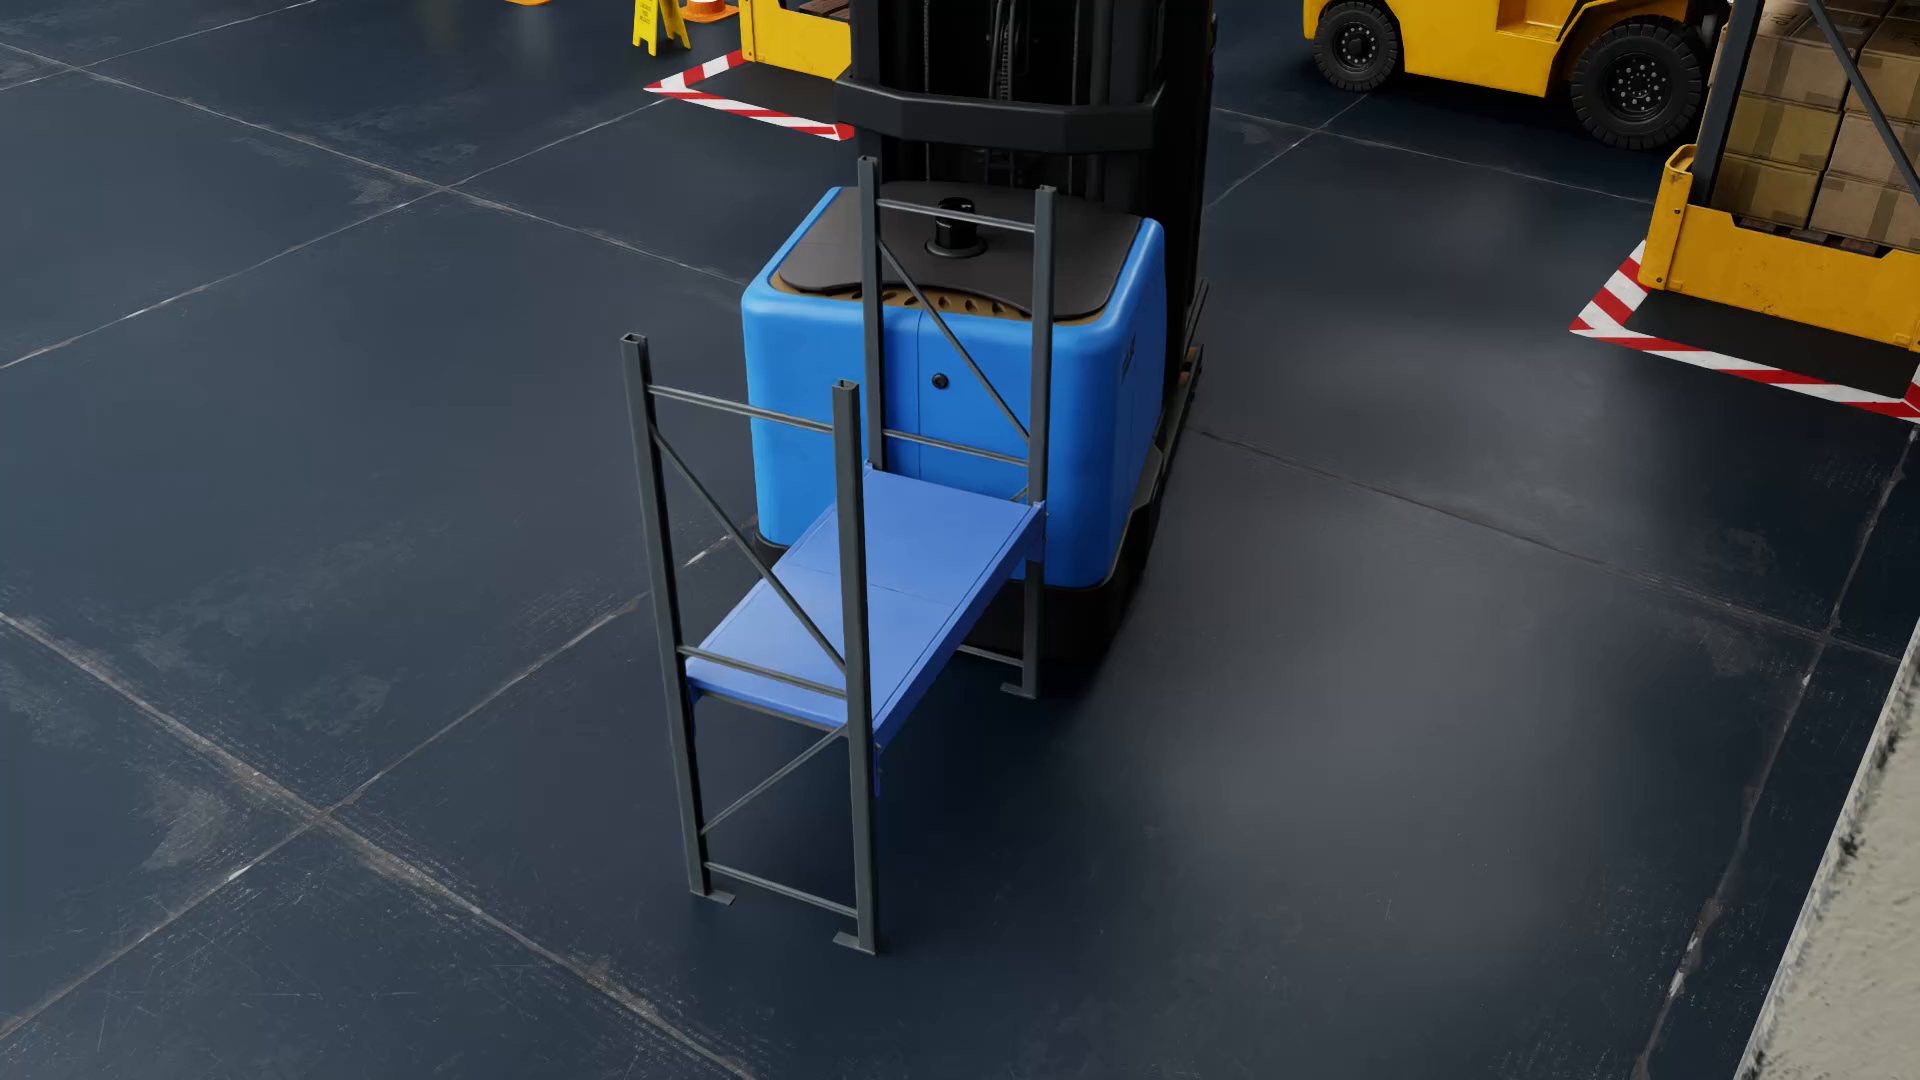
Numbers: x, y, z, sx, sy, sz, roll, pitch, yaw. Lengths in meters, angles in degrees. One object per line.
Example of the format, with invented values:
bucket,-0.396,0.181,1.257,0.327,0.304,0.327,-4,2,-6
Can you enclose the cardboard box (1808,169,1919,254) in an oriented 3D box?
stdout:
cardboard box,3.814,-1.407,6.784,0.500,0.250,0.500,21,40,28

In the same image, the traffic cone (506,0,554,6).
traffic cone,-2.627,-3.549,10.137,0.336,0.463,0.334,21,39,28

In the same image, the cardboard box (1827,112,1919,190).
cardboard box,3.812,-1.600,6.624,0.500,0.250,0.500,22,40,29

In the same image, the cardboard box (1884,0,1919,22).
cardboard box,4.085,-2.049,6.842,0.500,0.250,0.500,21,39,28

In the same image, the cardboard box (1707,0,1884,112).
cardboard box,3.380,-1.969,6.723,0.500,0.250,0.500,23,40,30

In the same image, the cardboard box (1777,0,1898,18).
cardboard box,3.666,-2.206,7.073,0.500,0.250,0.500,22,40,29

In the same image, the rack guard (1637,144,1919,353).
rack guard,3.360,-1.162,6.574,1.175,0.500,0.348,21,39,28

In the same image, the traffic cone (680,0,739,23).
traffic cone,-1.521,-3.351,9.844,0.336,0.463,0.334,21,39,28

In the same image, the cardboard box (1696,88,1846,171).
cardboard box,3.394,-1.774,6.881,0.500,0.250,0.500,21,39,28

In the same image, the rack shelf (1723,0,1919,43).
rack shelf,4.514,-2.831,7.452,1.077,0.370,4.000,21,39,28

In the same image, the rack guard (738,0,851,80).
rack guard,-0.663,-2.792,8.984,1.175,0.500,0.348,21,39,28

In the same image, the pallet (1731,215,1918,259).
pallet,3.775,-1.419,7.211,1.003,0.211,1.213,21,39,28

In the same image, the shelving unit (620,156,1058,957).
shelving unit,-0.215,0.023,3.928,0.538,1.500,1.048,14,36,19

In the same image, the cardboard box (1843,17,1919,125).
cardboard box,3.803,-1.818,6.500,0.500,0.250,0.500,21,39,28

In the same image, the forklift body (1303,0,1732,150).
forklift body,2.956,-3.312,8.280,2.313,2.155,1.214,21,39,28

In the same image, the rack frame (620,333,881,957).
rack frame,-0.420,0.284,3.543,0.500,1.500,0.032,14,36,19

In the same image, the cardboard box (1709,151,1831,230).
cardboard box,3.382,-1.560,7.011,0.500,0.250,0.500,22,40,28

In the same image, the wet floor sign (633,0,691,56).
wet floor sign,-1.694,-3.071,9.267,0.232,0.644,0.267,-22,40,-29

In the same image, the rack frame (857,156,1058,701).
rack frame,-0.010,-0.237,4.314,0.500,1.500,0.032,14,36,19

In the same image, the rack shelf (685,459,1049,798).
rack shelf,-0.215,0.172,4.029,0.538,0.185,1.000,14,36,19

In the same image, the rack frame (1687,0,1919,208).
rack frame,3.374,-2.208,5.890,1.000,3.000,0.127,21,39,28

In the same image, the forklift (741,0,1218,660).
forklift,0.270,-1.699,5.198,1.130,2.935,3.031,8,35,12

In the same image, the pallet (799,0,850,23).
pallet,-0.171,-3.035,9.601,1.003,0.211,1.213,21,39,28
